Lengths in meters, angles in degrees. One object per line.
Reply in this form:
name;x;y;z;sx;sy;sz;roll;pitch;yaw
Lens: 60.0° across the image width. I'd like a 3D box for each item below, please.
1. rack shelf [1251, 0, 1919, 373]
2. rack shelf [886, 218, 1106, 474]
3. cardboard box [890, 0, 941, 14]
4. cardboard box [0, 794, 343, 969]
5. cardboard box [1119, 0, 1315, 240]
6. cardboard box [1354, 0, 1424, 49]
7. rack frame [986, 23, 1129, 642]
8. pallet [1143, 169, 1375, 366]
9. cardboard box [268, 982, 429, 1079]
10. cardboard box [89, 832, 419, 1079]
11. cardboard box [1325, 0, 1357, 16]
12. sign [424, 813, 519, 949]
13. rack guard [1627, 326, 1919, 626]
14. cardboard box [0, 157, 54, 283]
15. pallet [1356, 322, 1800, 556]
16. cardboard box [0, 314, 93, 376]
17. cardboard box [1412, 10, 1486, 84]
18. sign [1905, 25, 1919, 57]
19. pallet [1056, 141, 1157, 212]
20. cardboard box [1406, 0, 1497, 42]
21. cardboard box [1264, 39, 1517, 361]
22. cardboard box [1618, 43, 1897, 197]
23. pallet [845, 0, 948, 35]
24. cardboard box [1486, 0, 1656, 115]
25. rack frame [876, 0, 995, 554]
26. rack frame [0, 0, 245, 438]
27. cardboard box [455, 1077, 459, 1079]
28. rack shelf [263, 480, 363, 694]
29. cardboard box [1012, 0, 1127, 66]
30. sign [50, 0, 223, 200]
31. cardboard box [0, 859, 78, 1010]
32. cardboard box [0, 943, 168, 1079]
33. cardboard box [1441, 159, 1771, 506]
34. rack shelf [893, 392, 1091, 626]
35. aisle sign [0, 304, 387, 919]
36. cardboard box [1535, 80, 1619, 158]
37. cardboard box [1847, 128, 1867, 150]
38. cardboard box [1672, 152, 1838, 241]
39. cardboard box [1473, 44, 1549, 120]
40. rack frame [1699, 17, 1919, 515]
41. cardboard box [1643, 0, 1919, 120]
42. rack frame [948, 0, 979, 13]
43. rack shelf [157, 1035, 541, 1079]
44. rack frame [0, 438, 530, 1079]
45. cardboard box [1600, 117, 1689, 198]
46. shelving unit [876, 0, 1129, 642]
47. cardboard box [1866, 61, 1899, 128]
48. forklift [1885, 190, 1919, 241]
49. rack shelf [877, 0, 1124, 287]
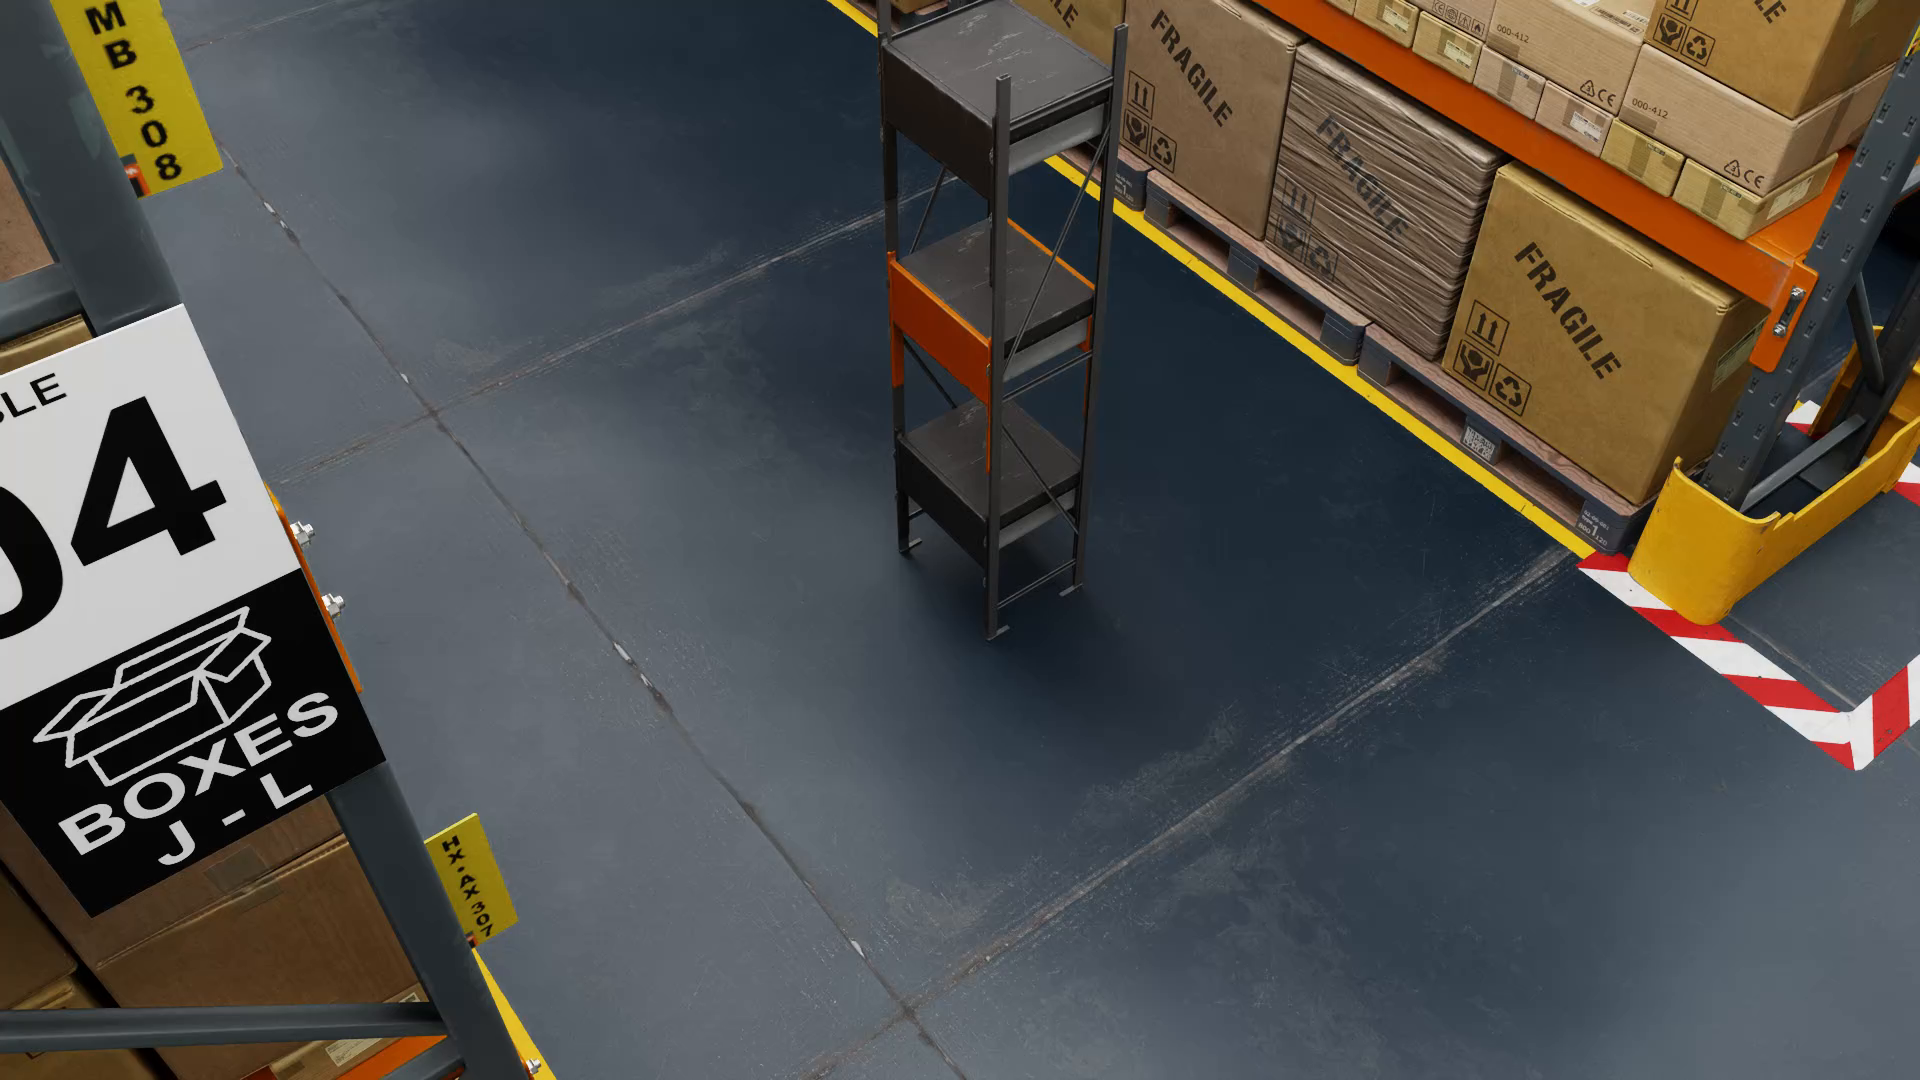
rack shelf;1.587;-2.019;6.042;1.077;0.370;4.000;-29;54;-24
rack shelf;0.100;-0.598;4.894;0.431;0.518;0.480;-29;54;-24
cardboard box;-0.028;-3.236;7.810;1.225;0.875;0.875;-29;54;-24
cardboard box;-1.271;0.230;2.573;0.500;0.500;0.500;-30;54;-24
cardboard box;1.257;-1.912;6.609;0.875;0.875;0.875;-29;54;-24
cardboard box;1.543;-1.814;5.539;0.380;0.149;0.250;-29;54;-24
rack frame;0.248;-0.464;4.753;0.400;2.100;0.015;-29;54;-24
pallet;1.517;-1.300;6.786;1.003;0.211;1.213;-29;54;-24
cardboard box;-1.146;0.830;3.143;0.380;0.149;0.250;-30;54;-24
cardboard box;-1.263;0.561;2.948;0.500;0.500;0.500;-27;53;-22
cardboard box;1.395;-1.961;5.673;0.380;0.149;0.250;-28;54;-23
sign;-0.779;0.549;2.643;0.100;0.325;0.005;-29;54;-24
rack guard;2.812;-0.228;5.619;1.175;0.500;0.348;-29;54;-24
cardboard box;-1.276;-0.423;1.848;0.500;0.250;0.500;-29;54;-23
pallet;2.251;-0.582;6.135;1.003;0.211;1.213;-29;54;-24
cardboard box;-1.279;-0.253;2.031;0.500;0.250;0.500;-28;53;-23
cardboard box;1.701;-1.661;5.401;0.380;0.149;0.250;-31;55;-25
sign;2.357;-1.315;3.976;0.100;0.325;0.005;-29;54;-24
pallet;0.774;-2.020;7.439;1.003;0.211;1.213;-29;54;-24
cardboard box;1.678;-1.897;5.346;0.500;0.250;0.500;-31;55;-25
cardboard box;1.796;-1.387;6.134;0.875;0.875;0.875;-29;54;-24
cardboard box;2.293;-1.298;4.803;0.500;0.250;0.500;-30;55;-25
pallet;-0.151;-2.925;8.259;1.003;0.211;1.213;-29;54;-24
cardboard box;1.987;-1.597;5.074;0.500;0.250;0.500;-30;55;-25
rack frame;-0.048;-0.752;5.014;0.400;2.100;0.015;-29;54;-24
rack frame;-1.211;-0.931;0.520;1.000;3.000;0.127;-29;54;-24
cardboard box;-1.258;1.239;3.841;0.380;0.149;0.250;-32;55;-26
rack shelf;-2.422;-0.862;2.967;1.077;0.370;4.000;-29;54;-24
cardboard box;0.712;-2.443;7.091;0.875;0.875;0.875;-29;54;-24
sign;-0.779;-0.461;1.529;0.100;0.325;0.005;-29;54;-24
cardboard box;-1.686;0.456;2.369;0.500;0.500;0.500;-30;55;-25
cardboard box;-1.688;0.801;2.731;0.500;0.500;0.500;-28;54;-23
cardboard box;2.347;-0.851;5.647;0.875;0.875;0.875;-29;54;-24
rack shelf;0.100;-0.128;5.412;0.431;0.518;0.480;-29;54;-24
aisle sign;-0.928;0.119;1.863;0.394;0.787;0.004;-29;54;-24
cardboard box;2.009;-1.361;5.129;0.380;0.149;0.250;-29;54;-24
cardboard box;2.845;-1.355;5.123;0.380;0.149;0.250;-29;54;-24
cardboard box;2.320;-1.060;4.856;0.380;0.149;0.250;-28;54;-23
cardboard box;1.859;-1.509;5.263;0.380;0.149;0.250;-29;54;-23
rack frame;2.798;-1.082;4.706;1.000;3.000;0.127;-29;54;-24
cardboard box;2.294;-1.553;4.527;0.500;0.500;0.500;-29;54;-24
rack frame;0.376;-3.440;6.844;1.000;3.000;0.127;-29;54;-24
rack shelf;-2.422;0.146;4.079;1.077;0.370;4.000;-29;54;-24
rack frame;-1.211;1.084;2.743;1.000;3.000;0.127;-29;54;-24
cardboard box;2.161;-1.212;4.994;0.380;0.149;0.250;-29;54;-24
shelving unit;0.100;-0.608;4.884;0.431;2.100;0.503;-29;54;-24
cardboard box;2.722;-1.535;5.018;0.500;0.250;0.500;-31;55;-25
forklift;3.737;-2.916;6.416;1.130;2.935;3.031;-33;56;-26
rack shelf;0.100;-1.069;4.375;0.431;0.518;0.480;-29;54;-24
